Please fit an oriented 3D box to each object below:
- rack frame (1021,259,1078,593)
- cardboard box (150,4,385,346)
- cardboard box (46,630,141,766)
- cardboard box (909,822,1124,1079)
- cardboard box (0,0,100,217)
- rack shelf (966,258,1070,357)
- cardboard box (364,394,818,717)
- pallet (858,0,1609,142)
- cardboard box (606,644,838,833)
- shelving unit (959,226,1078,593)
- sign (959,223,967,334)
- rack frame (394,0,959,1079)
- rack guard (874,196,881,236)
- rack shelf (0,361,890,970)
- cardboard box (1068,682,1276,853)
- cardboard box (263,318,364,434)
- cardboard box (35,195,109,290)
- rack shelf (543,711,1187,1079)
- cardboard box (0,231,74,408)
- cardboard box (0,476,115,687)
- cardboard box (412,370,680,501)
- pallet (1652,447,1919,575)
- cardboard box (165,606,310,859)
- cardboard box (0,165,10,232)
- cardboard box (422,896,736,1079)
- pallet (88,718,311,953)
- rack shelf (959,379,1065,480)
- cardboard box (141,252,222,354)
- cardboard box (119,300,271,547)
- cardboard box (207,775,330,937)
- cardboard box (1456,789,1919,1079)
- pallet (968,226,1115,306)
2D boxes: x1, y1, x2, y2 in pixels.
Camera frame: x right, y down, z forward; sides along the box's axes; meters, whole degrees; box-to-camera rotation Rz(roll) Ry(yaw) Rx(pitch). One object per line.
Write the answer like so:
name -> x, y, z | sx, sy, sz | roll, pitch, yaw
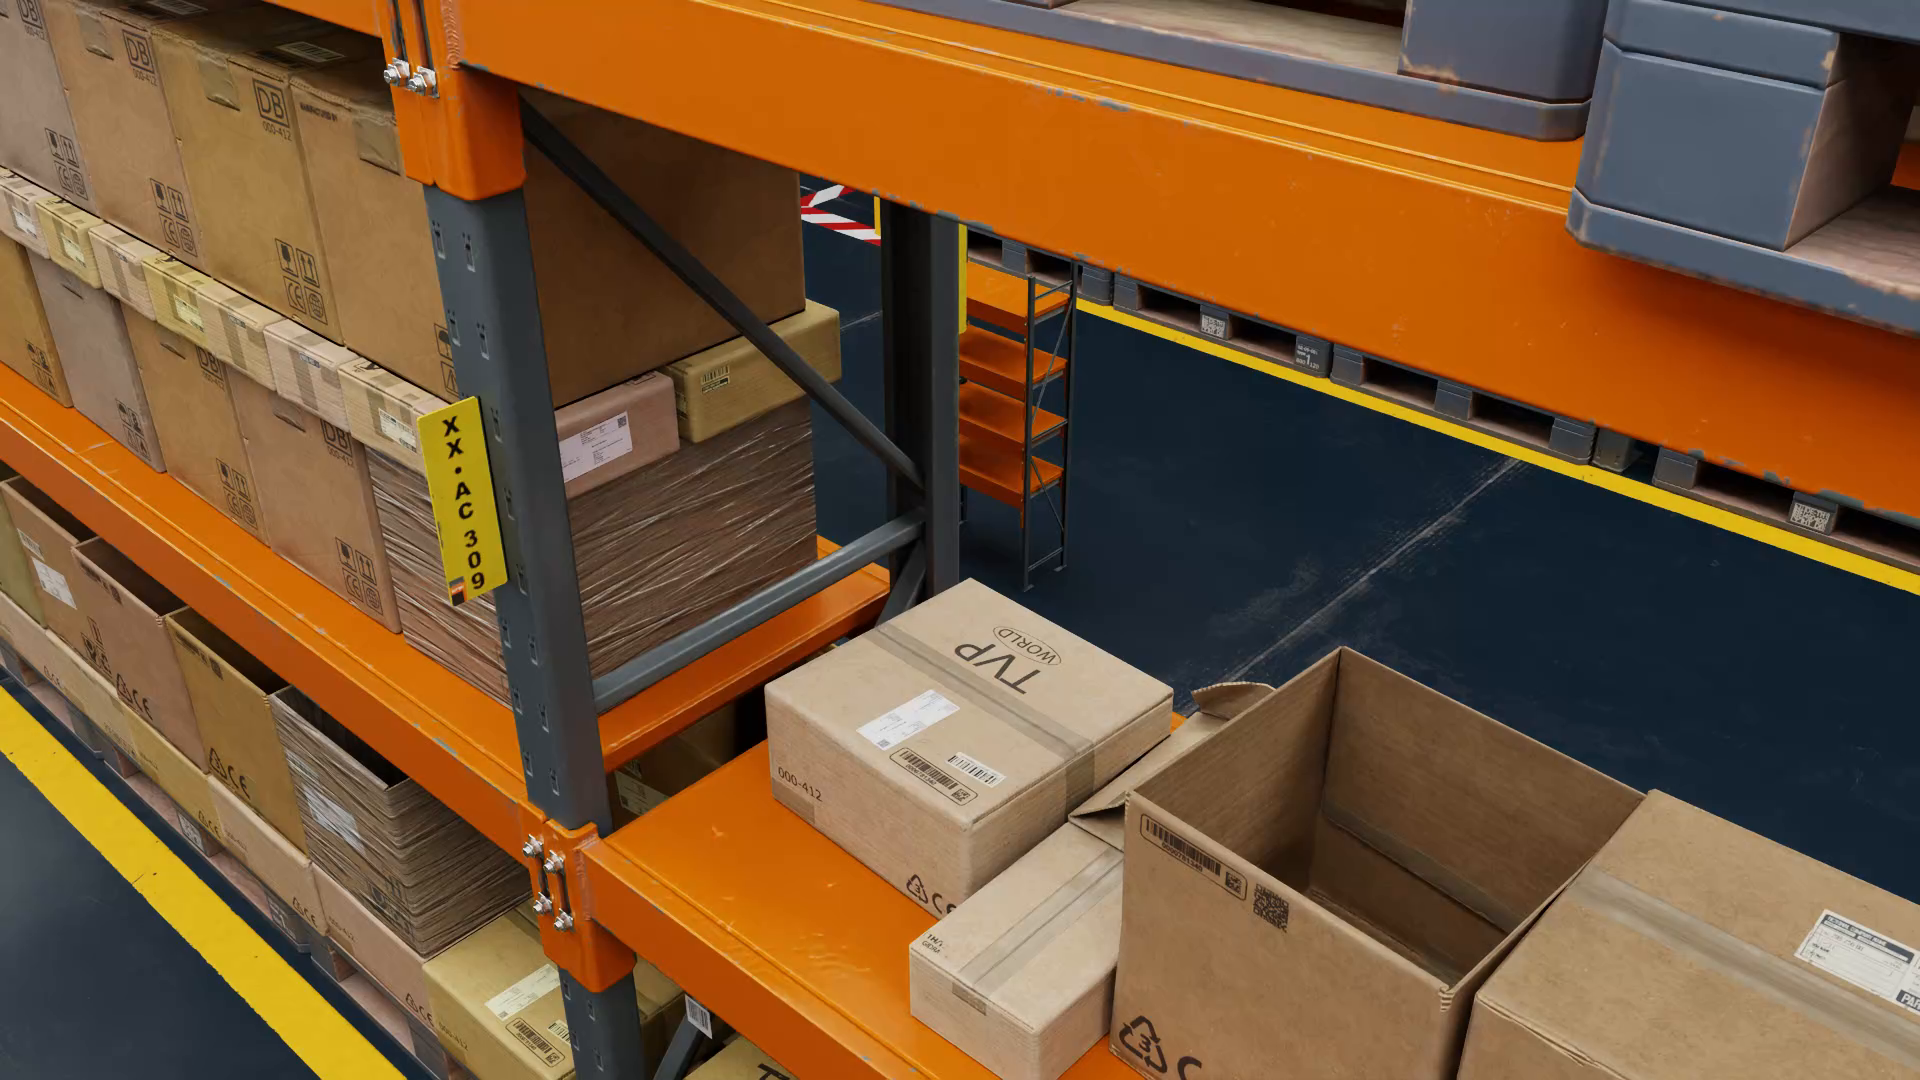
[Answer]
rack frame -> 0.304, -0.372, 5.705 | 0.015, 1.200, 0.240 | 25, 39, 35
cardboard box -> -1.088, -0.787, 3.294 | 0.500, 0.500, 0.700 | 25, 39, 35
cardboard box -> -2.353, 0.366, 4.992 | 0.500, 0.250, 0.500 | 25, 39, 35
cardboard box -> 0.140, 0.630, 2.539 | 0.250, 0.149, 0.380 | 25, 39, 35
cardboard box -> -1.829, -1.134, 3.870 | 0.500, 0.500, 0.700 | 25, 39, 35
rack shelf -> 0.123, -0.793, 5.643 | 0.480, 0.148, 0.258 | 25, 39, 35
cardboard box -> -0.713, -0.057, 3.339 | 0.500, 0.500, 0.700 | 24, 38, 34
pallet -> 0.283, -0.766, 1.891 | 1.217, 0.209, 0.805 | 23, 38, 33
cardboard box -> -0.513, 0.534, 3.987 | 0.500, 0.500, 0.500 | 25, 39, 35
shelving unit -> 0.123, -0.457, 5.845 | 0.503, 1.200, 0.258 | 25, 39, 35
sign -> -0.023, -0.536, 3.186 | 0.005, 0.325, 0.100 | 25, 39, 35
rack frame -> -0.380, 0.137, 3.114 | 0.127, 3.000, 1.000 | 25, 39, 35
rack guard -> 0.032, -2.046, 9.163 | 0.348, 0.500, 1.175 | 25, 39, 35
rack shelf -> -1.863, -0.247, 4.449 | 4.000, 0.370, 1.077 | 25, 39, 35
cardboard box -> 0.395, 0.429, 2.760 | 0.258, 0.266, 0.396 | 24, 38, 34
cardboard box -> -1.103, -0.372, 3.233 | 0.250, 0.149, 0.380 | 24, 38, 34
cardboard box -> -1.864, -0.727, 3.823 | 0.250, 0.149, 0.380 | 27, 40, 37
rack shelf -> 1.103, 1.138, 2.150 | 4.000, 0.370, 1.077 | 25, 39, 35
cardboard box -> -2.251, -0.770, 4.523 | 0.500, 0.500, 0.700 | 25, 39, 35
cardboard box -> -2.346, 0.041, 4.806 | 0.500, 0.500, 0.500 | 25, 39, 35
cardboard box -> -0.725, -0.196, 2.941 | 0.250, 0.149, 0.380 | 25, 39, 35
pallet -> 3.520, -0.295, 6.535 | 1.213, 0.211, 1.003 | 25, 39, 35
cardboard box -> -1.606, 0.388, 4.229 | 0.500, 0.500, 0.500 | 25, 39, 35
cardboard box -> -2.243, -0.905, 4.119 | 0.250, 0.149, 0.380 | 24, 39, 35
cardboard box -> -0.870, 1.058, 3.842 | 0.500, 0.250, 0.500 | 25, 39, 35
pallet -> -1.850, 0.618, 5.018 | 1.213, 0.211, 1.003 | 25, 39, 35
rack shelf -> 0.123, -0.399, 5.880 | 0.480, 0.148, 0.258 | 25, 39, 35
cardboard box -> -1.478, -0.549, 3.527 | 0.250, 0.149, 0.380 | 25, 39, 35
cardboard box -> -1.478, -0.412, 3.929 | 0.500, 0.500, 0.700 | 26, 39, 36
cardboard box -> -1.615, 0.714, 4.414 | 0.500, 0.250, 0.500 | 25, 39, 35
cardboard box -> 0.941, 0.722, 2.045 | 0.500, 0.500, 0.500 | 25, 39, 35
pallet -> 0.611, -1.627, 8.748 | 1.213, 0.211, 1.003 | 25, 39, 35
